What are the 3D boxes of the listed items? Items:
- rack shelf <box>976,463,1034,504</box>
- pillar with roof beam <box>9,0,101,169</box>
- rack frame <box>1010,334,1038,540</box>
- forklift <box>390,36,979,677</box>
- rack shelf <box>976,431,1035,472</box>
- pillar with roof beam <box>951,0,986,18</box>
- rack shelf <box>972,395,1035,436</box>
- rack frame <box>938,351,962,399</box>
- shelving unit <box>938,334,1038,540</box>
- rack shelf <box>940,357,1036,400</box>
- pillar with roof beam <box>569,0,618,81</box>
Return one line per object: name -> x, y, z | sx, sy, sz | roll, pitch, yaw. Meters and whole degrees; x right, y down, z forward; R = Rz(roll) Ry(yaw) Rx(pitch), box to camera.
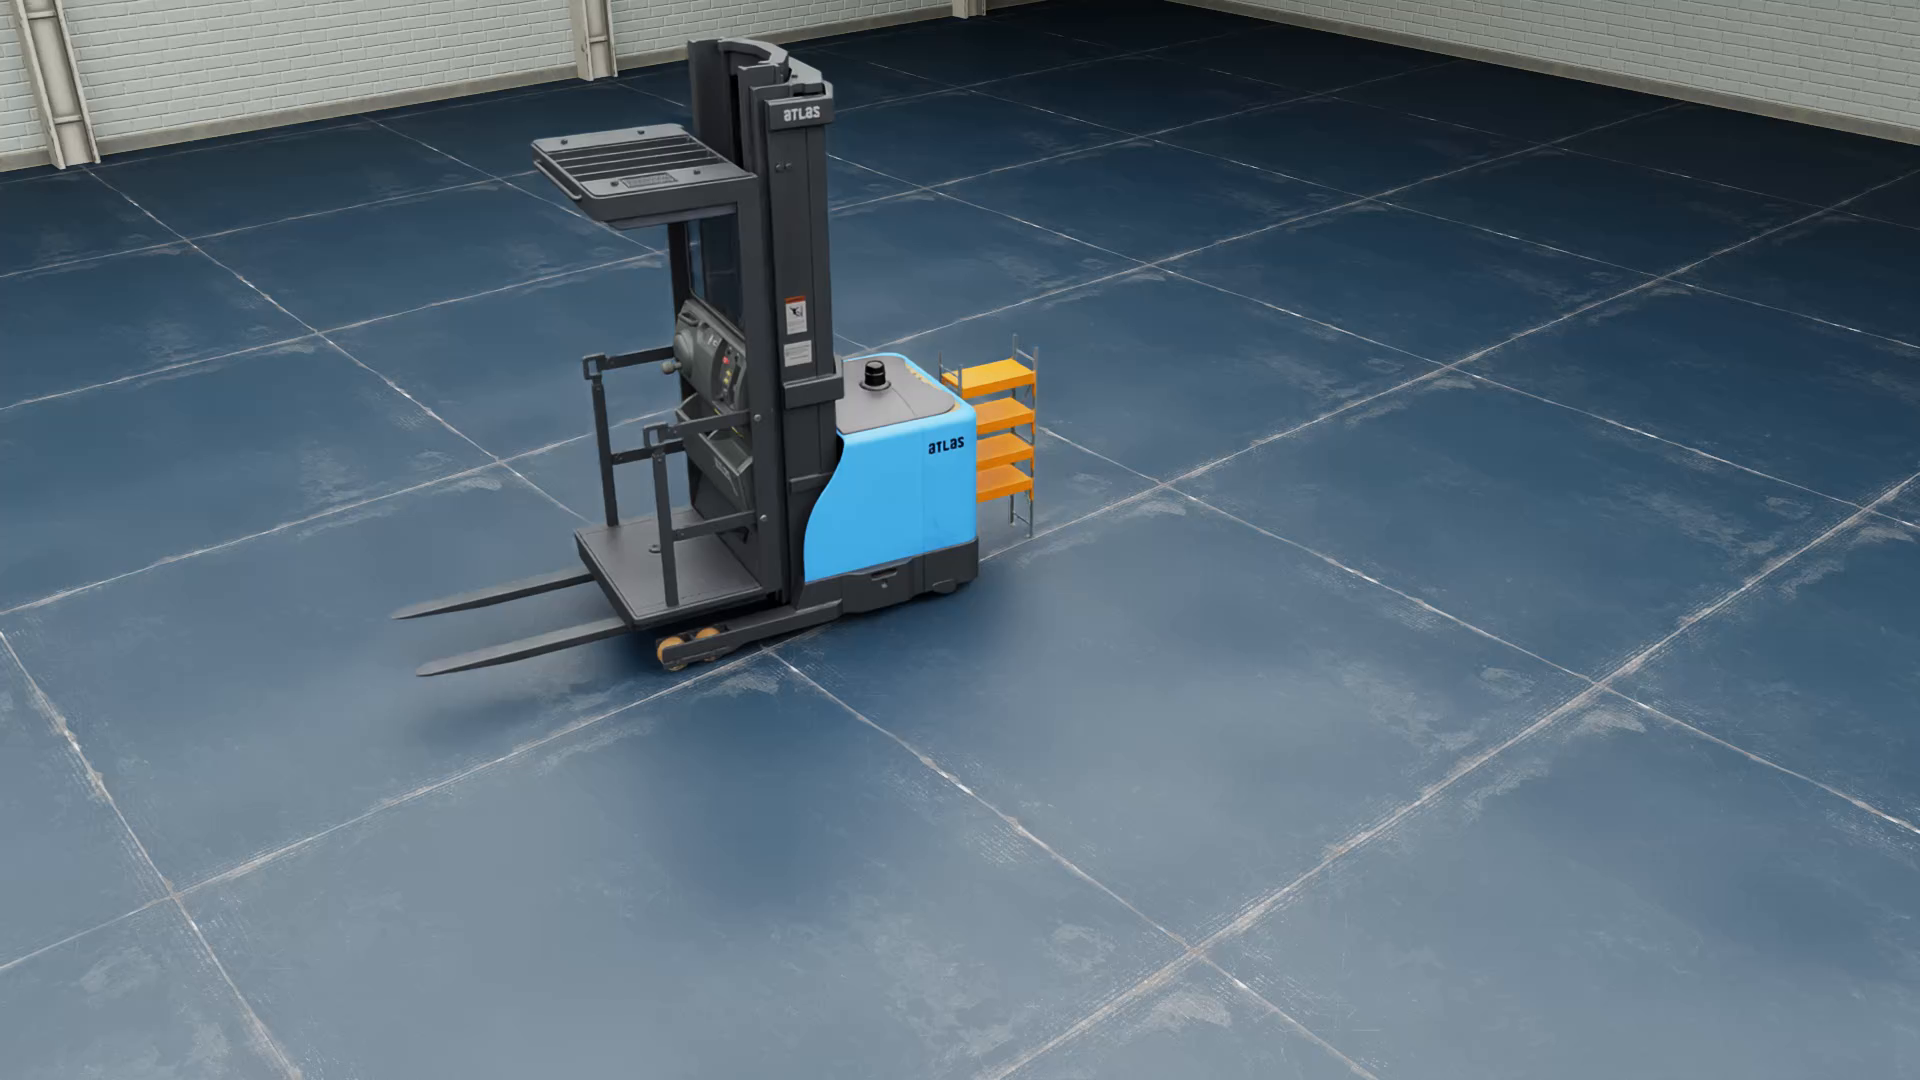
rack shelf -> 0.155, -0.289, 9.581 | 0.480, 0.148, 0.258 | -16, 32, -27
pillar with roof beam -> -6.211, -6.270, 11.935 | 0.400, 9.000, 9.100 | -22, 35, -35
rack frame -> 0.365, -0.582, 9.566 | 0.015, 1.200, 0.240 | -16, 32, -27
forklift -> -1.444, -0.911, 8.345 | 3.031, 2.935, 1.130 | -14, 31, -24
rack shelf -> 0.155, -0.464, 9.488 | 0.480, 0.148, 0.258 | -16, 32, -27
pillar with roof beam -> 2.918, -9.941, 18.804 | 0.400, 9.000, 9.100 | -22, 35, -35
rack shelf -> 0.155, -0.661, 9.382 | 0.480, 0.148, 0.258 | -16, 32, -27
rack frame -> -0.055, -0.465, 9.347 | 0.015, 1.200, 0.240 | -16, 32, -27
shelving unit -> 0.155, -0.523, 9.456 | 0.503, 1.200, 0.258 | -16, 32, -27
rack shelf -> 0.155, -0.870, 9.271 | 0.480, 0.148, 0.258 | -16, 32, -27
pillar with roof beam -> -1.647, -8.106, 15.370 | 0.400, 9.000, 9.100 | -22, 35, -35
